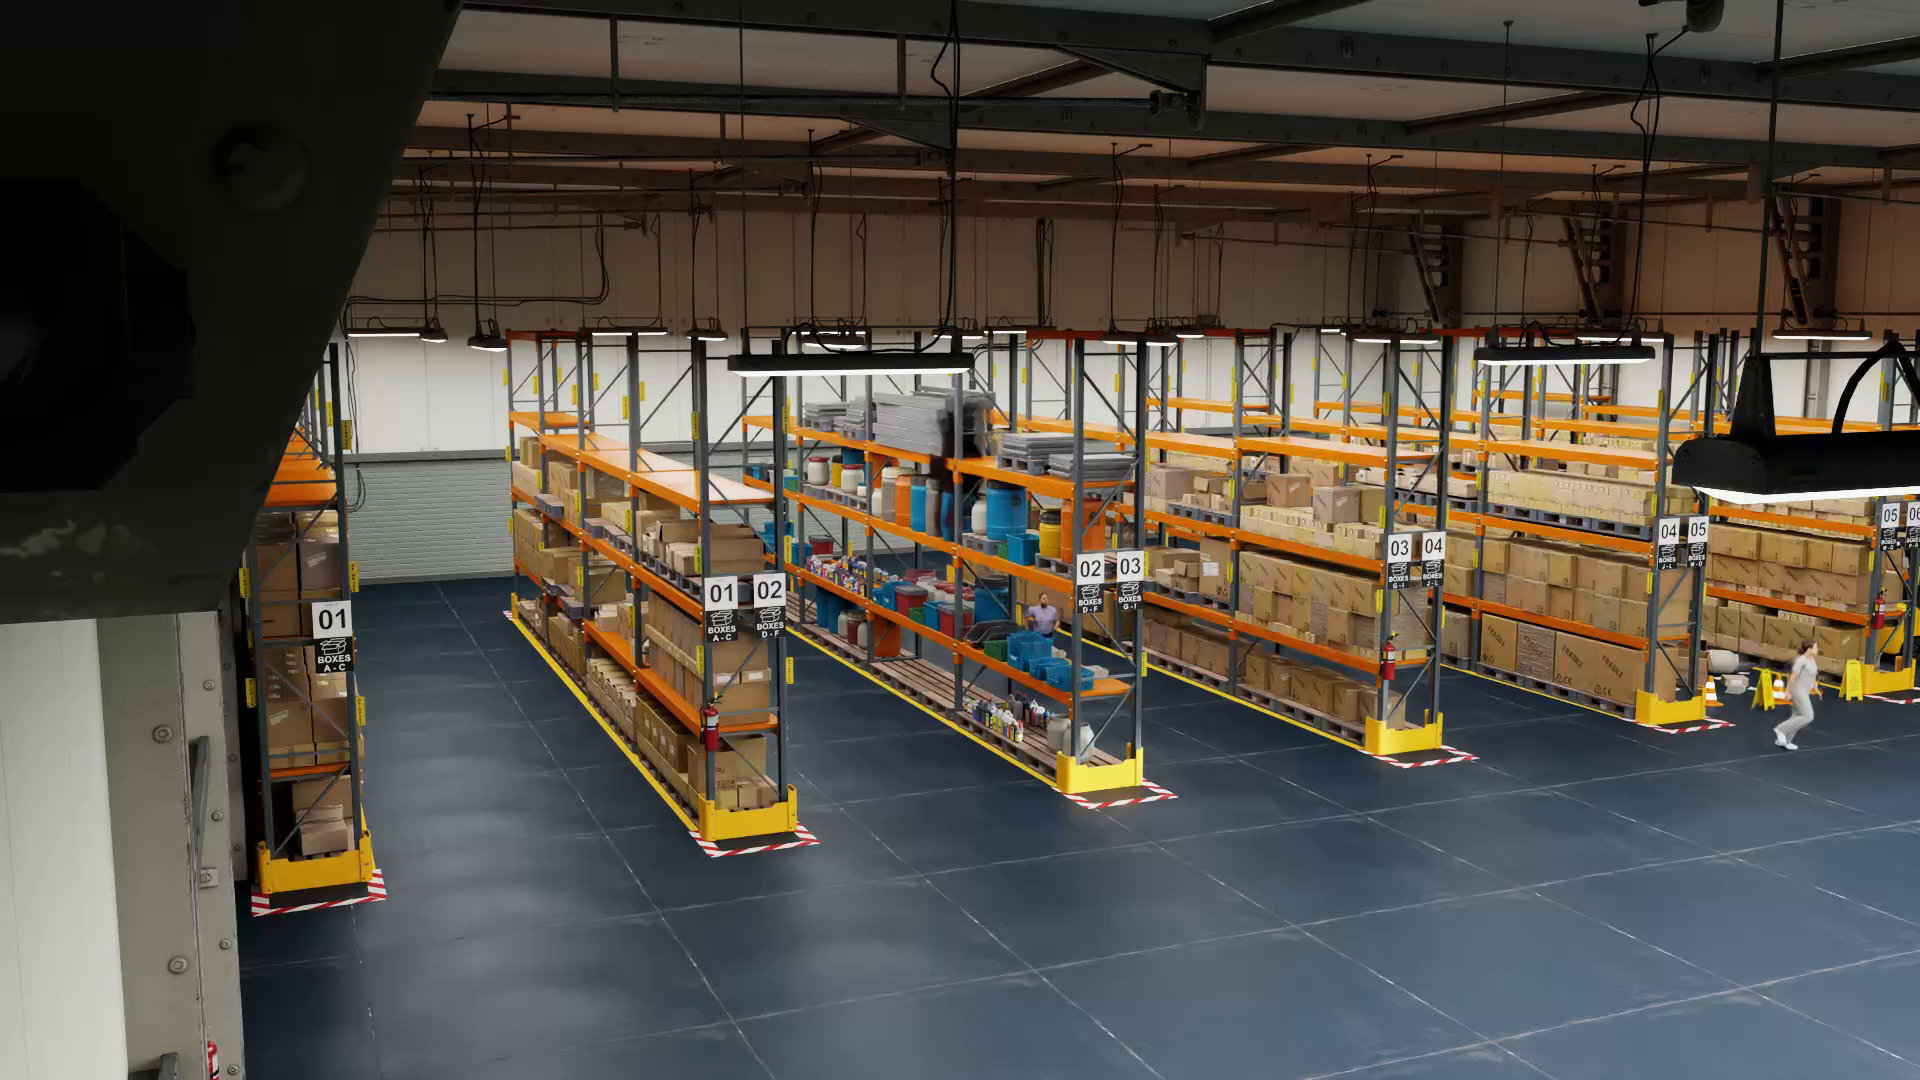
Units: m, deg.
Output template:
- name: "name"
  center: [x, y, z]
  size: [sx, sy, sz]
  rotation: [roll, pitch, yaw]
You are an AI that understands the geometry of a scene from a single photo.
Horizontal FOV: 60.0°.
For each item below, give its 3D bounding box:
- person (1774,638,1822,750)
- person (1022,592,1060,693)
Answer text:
- name: "person"
  center: [12.224, 2.239, 24.219]
  size: [0.535, 1.648, 0.566]
  rotation: [6, 10, 40]
- name: "person"
  center: [1.388, 1.708, 28.116]
  size: [0.567, 1.704, 0.799]
  rotation: [-4, 9, -29]
